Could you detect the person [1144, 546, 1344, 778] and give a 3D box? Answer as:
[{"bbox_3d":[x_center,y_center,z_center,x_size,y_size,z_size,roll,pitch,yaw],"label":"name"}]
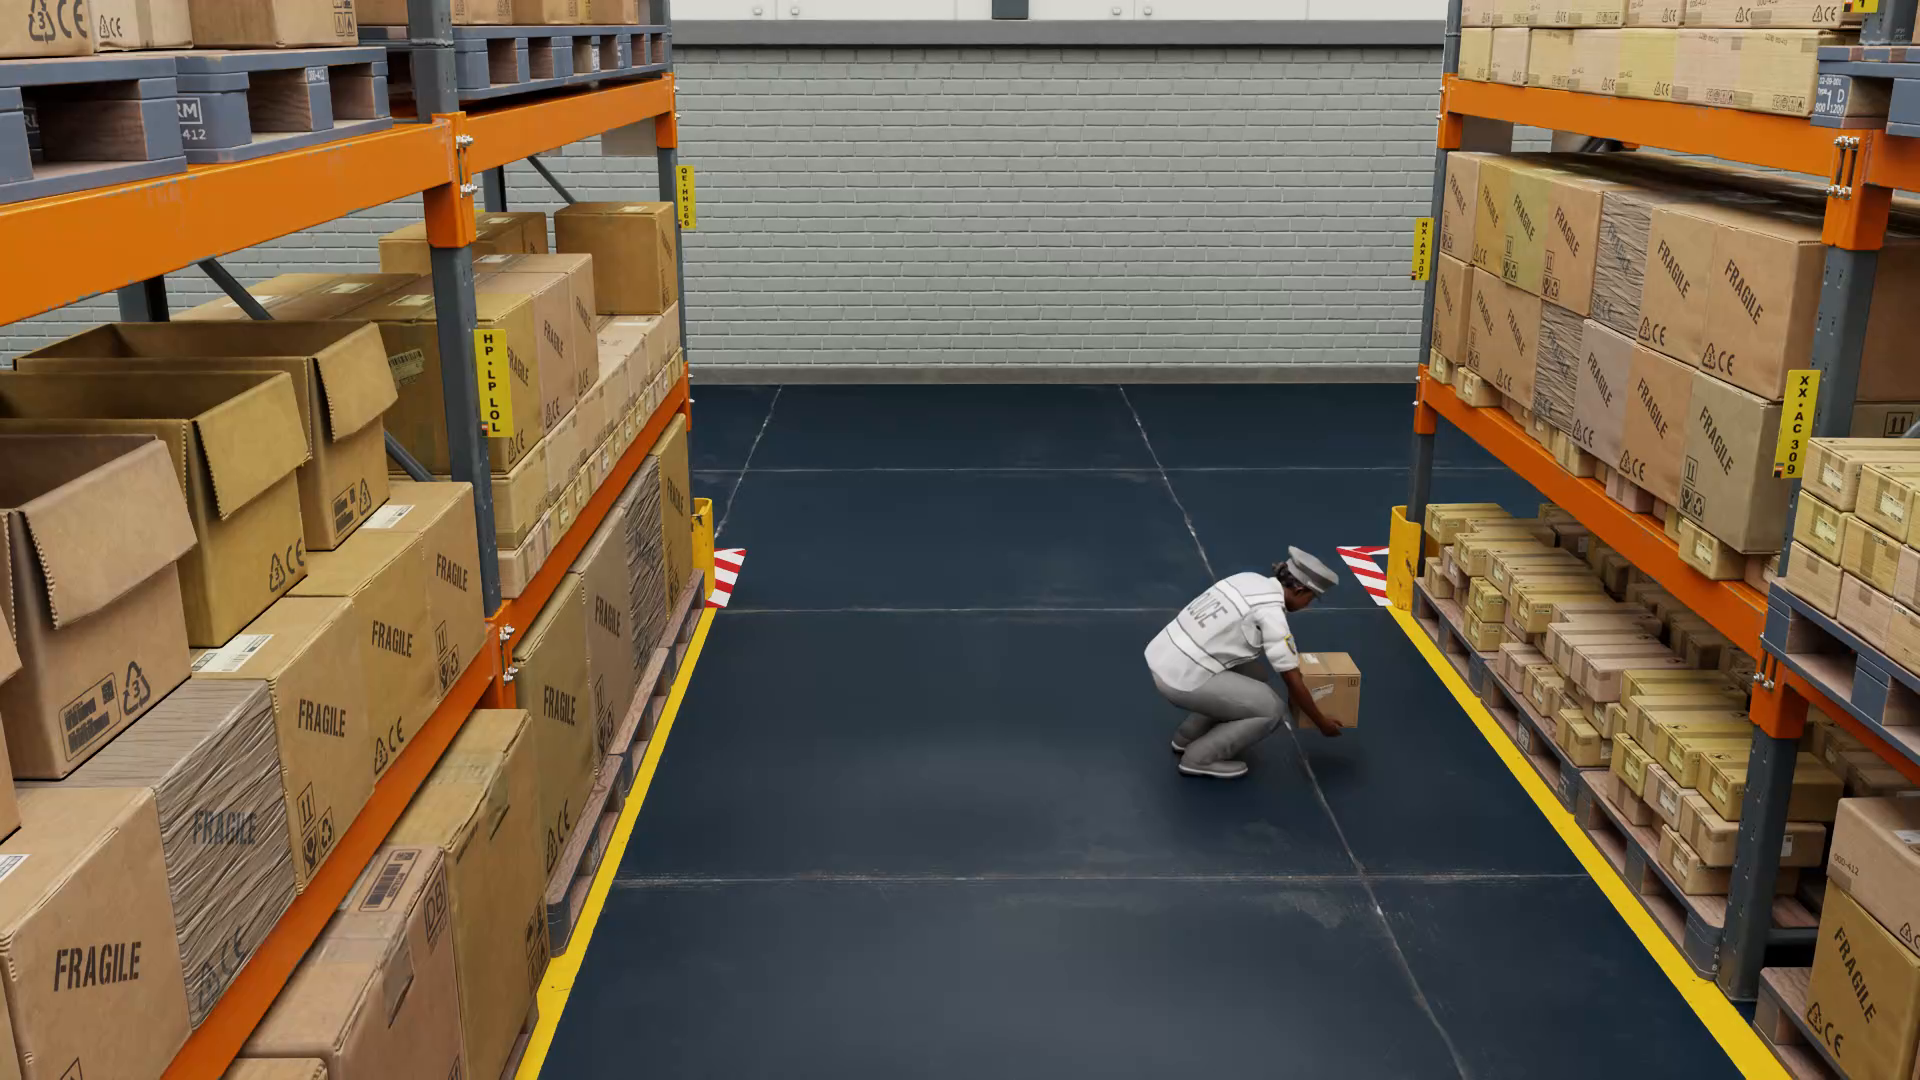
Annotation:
[{"bbox_3d":[1.214,0.509,7.129,0.842,0.950,0.506,0,17,-1],"label":"person"}]
